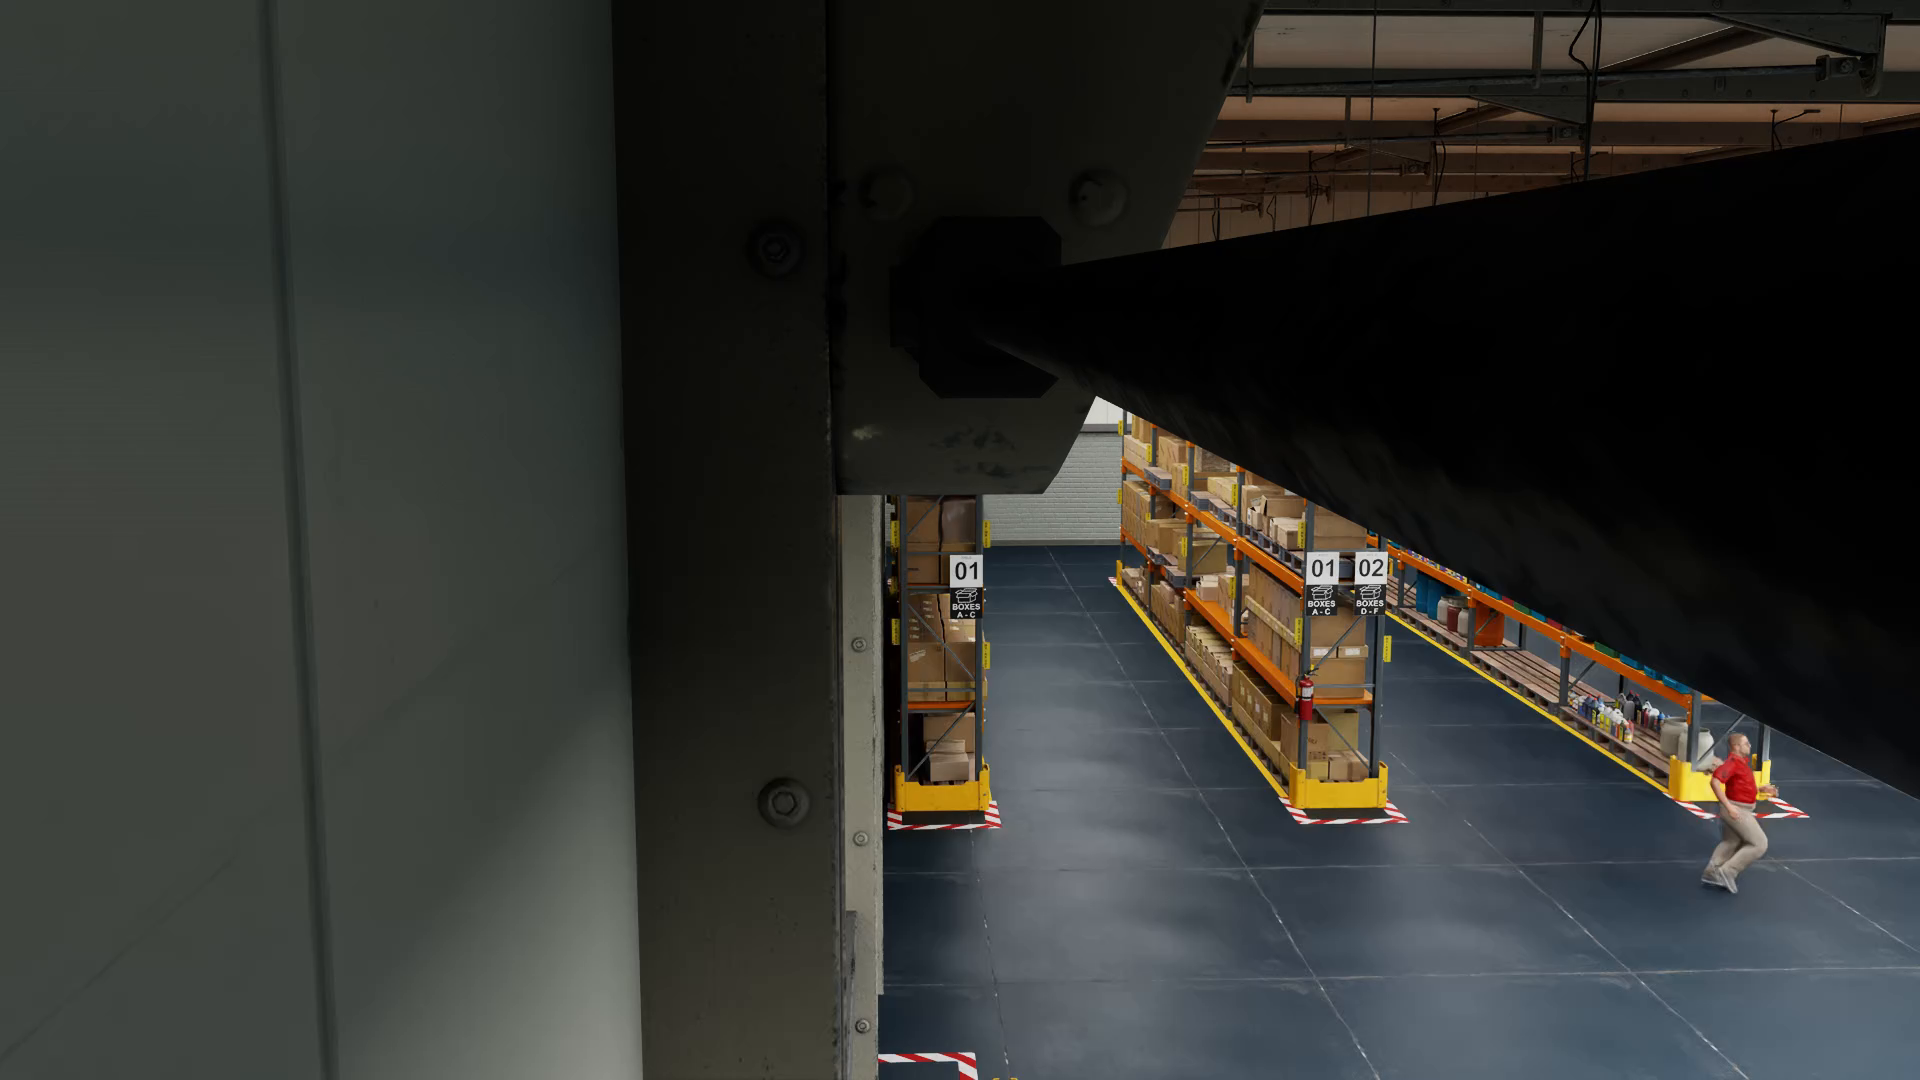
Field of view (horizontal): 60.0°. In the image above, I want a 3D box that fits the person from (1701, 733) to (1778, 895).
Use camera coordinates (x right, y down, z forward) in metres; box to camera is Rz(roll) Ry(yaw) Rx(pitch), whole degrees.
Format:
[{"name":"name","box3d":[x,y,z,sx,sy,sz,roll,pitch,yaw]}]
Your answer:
[{"name":"person","box3d":[8.290,2.904,17.645,0.669,1.719,0.645,4,9,23]}]
